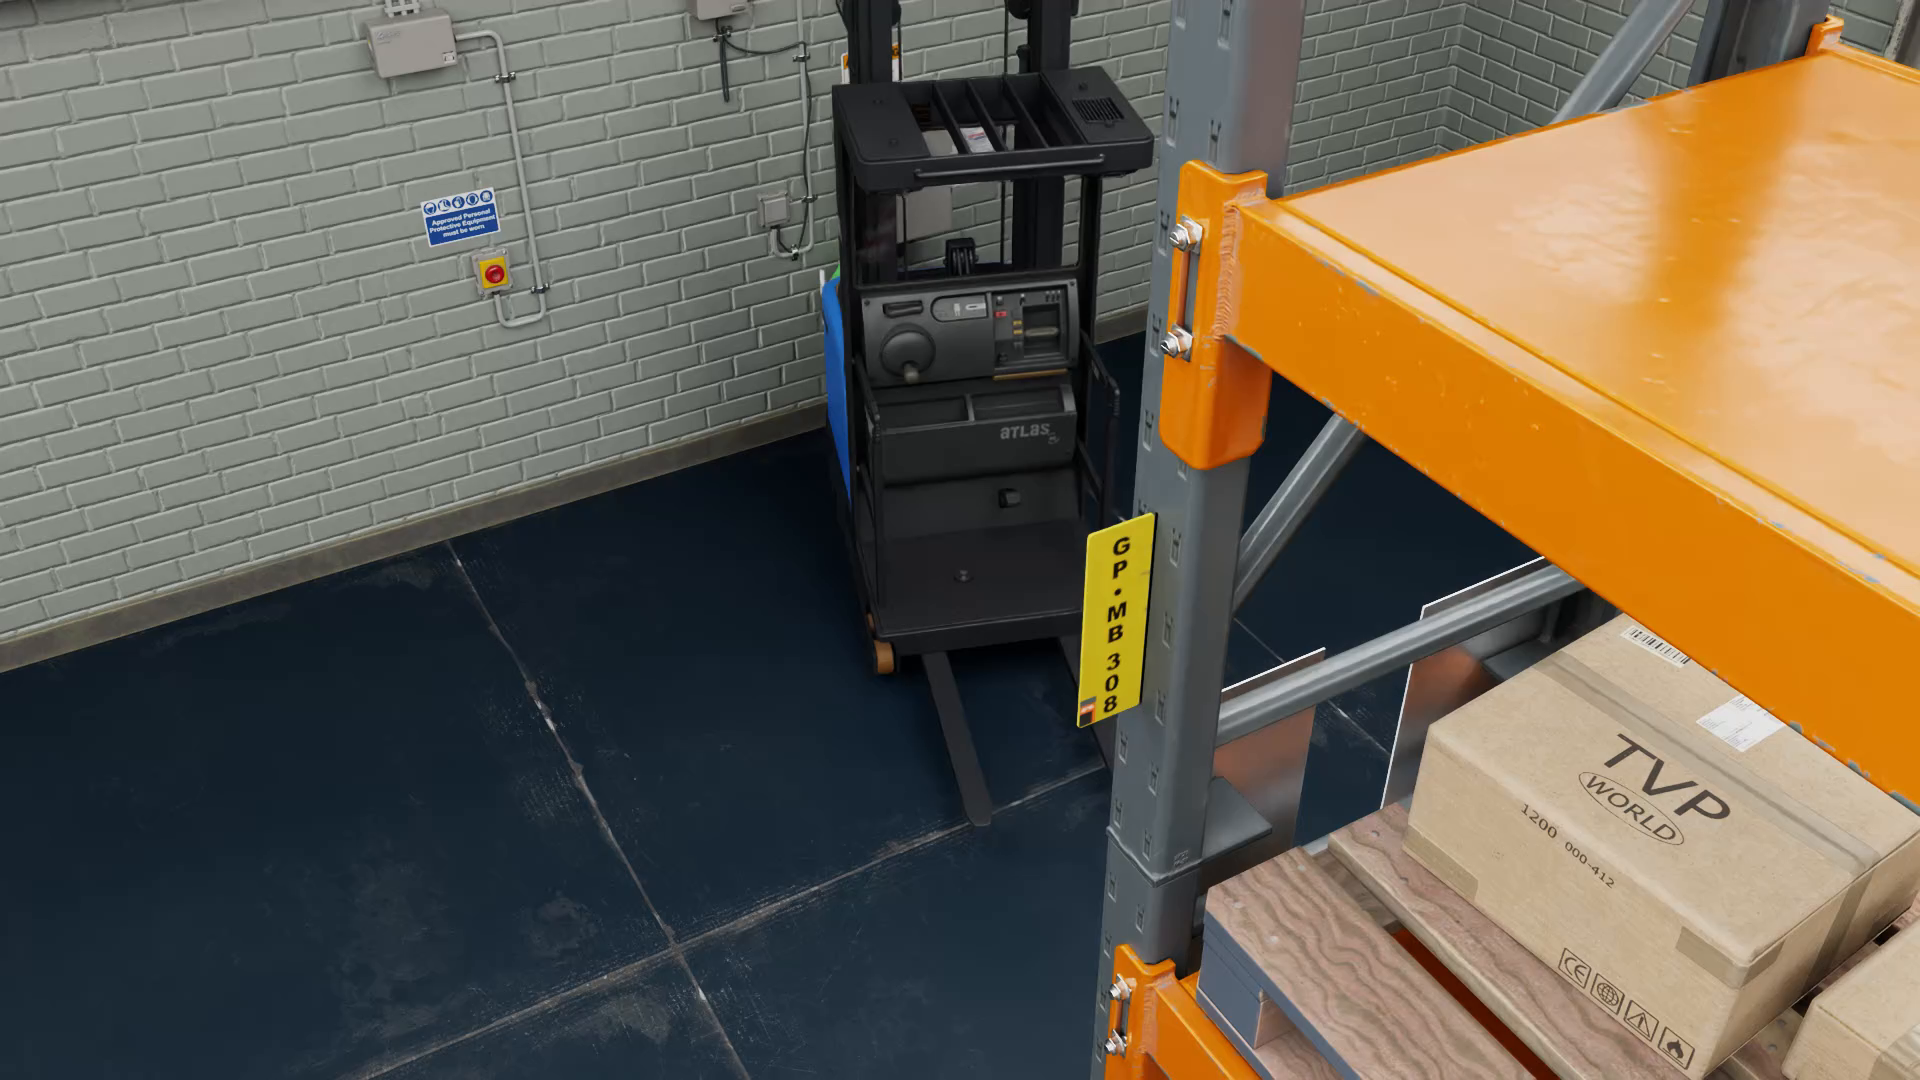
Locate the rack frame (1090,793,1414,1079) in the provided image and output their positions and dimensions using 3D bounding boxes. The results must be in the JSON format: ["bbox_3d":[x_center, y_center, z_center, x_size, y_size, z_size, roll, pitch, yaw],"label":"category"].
[{"bbox_3d":[0.688,1.546,3.590,1.000,3.000,0.127,-19,40,-24],"label":"rack frame"}]

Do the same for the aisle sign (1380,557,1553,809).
[{"bbox_3d":[0.919,0.368,2.999,0.394,0.787,0.004,-19,40,-24],"label":"aisle sign"}]

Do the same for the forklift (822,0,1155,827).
[{"bbox_3d":[0.093,-0.820,6.887,1.130,2.935,3.031,-7,37,-9],"label":"forklift"}]

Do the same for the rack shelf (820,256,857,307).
[{"bbox_3d":[-0.517,-1.288,8.436,0.258,0.148,0.480,6,34,10],"label":"rack shelf"}]

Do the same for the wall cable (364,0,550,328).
[{"bbox_3d":[-2.166,-1.745,7.209,0.585,1.953,0.123,-19,40,-24],"label":"wall cable"}]

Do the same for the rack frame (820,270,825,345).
[{"bbox_3d":[-0.560,-0.809,8.462,0.240,1.200,0.015,6,34,10],"label":"rack frame"}]

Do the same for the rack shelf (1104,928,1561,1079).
[{"bbox_3d":[1.692,1.645,1.521,1.077,0.370,4.000,-19,40,-24],"label":"rack shelf"}]

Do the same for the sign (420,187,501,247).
[{"bbox_3d":[-2.238,-1.448,7.461,0.327,0.218,0.001,-19,40,-24],"label":"sign"}]

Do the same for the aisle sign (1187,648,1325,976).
[{"bbox_3d":[0.401,0.546,2.756,0.394,0.787,0.004,-19,40,-24],"label":"aisle sign"}]

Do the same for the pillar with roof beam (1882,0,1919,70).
[{"bbox_3d":[0.680,-2.716,4.339,9.100,9.000,0.400,-19,40,-24],"label":"pillar with roof beam"}]

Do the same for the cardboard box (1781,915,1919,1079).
[{"bbox_3d":[1.271,0.619,2.088,0.380,0.149,0.250,-22,42,-27],"label":"cardboard box"}]

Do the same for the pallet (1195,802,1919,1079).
[{"bbox_3d":[1.069,0.746,2.217,1.003,0.211,1.213,-19,40,-24],"label":"pallet"}]

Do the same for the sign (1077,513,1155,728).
[{"bbox_3d":[0.205,0.111,2.203,0.100,0.325,0.005,-19,40,-24],"label":"sign"}]

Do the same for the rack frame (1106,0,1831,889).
[{"bbox_3d":[0.688,-0.876,1.820,1.000,3.000,0.127,-19,40,-24],"label":"rack frame"}]

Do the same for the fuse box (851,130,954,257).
[{"bbox_3d":[-0.276,-1.350,8.648,0.539,1.711,0.414,-19,40,-24],"label":"fuse box"}]

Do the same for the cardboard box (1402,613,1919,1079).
[{"bbox_3d":[0.991,0.388,2.318,0.500,0.250,0.500,-23,42,-28],"label":"cardboard box"}]

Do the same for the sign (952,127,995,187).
[{"bbox_3d":[0.047,-2.084,8.641,0.329,0.494,0.001,-19,40,-24],"label":"sign"}]

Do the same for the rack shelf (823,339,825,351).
[{"bbox_3d":[-0.513,-1.087,8.567,0.258,0.148,0.480,6,34,10],"label":"rack shelf"}]

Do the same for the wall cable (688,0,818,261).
[{"bbox_3d":[-0.945,-2.159,7.801,0.588,1.984,0.122,-19,40,-24],"label":"wall cable"}]

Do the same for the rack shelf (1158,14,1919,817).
[{"bbox_3d":[1.692,0.596,0.754,1.077,0.370,4.000,-19,40,-24],"label":"rack shelf"}]

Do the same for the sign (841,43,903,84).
[{"bbox_3d":[-0.428,-2.293,8.146,0.339,0.242,0.001,-19,40,-24],"label":"sign"}]

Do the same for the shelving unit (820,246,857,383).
[{"bbox_3d":[-0.511,-0.939,8.662,0.258,1.200,0.503,6,34,10],"label":"shelving unit"}]
